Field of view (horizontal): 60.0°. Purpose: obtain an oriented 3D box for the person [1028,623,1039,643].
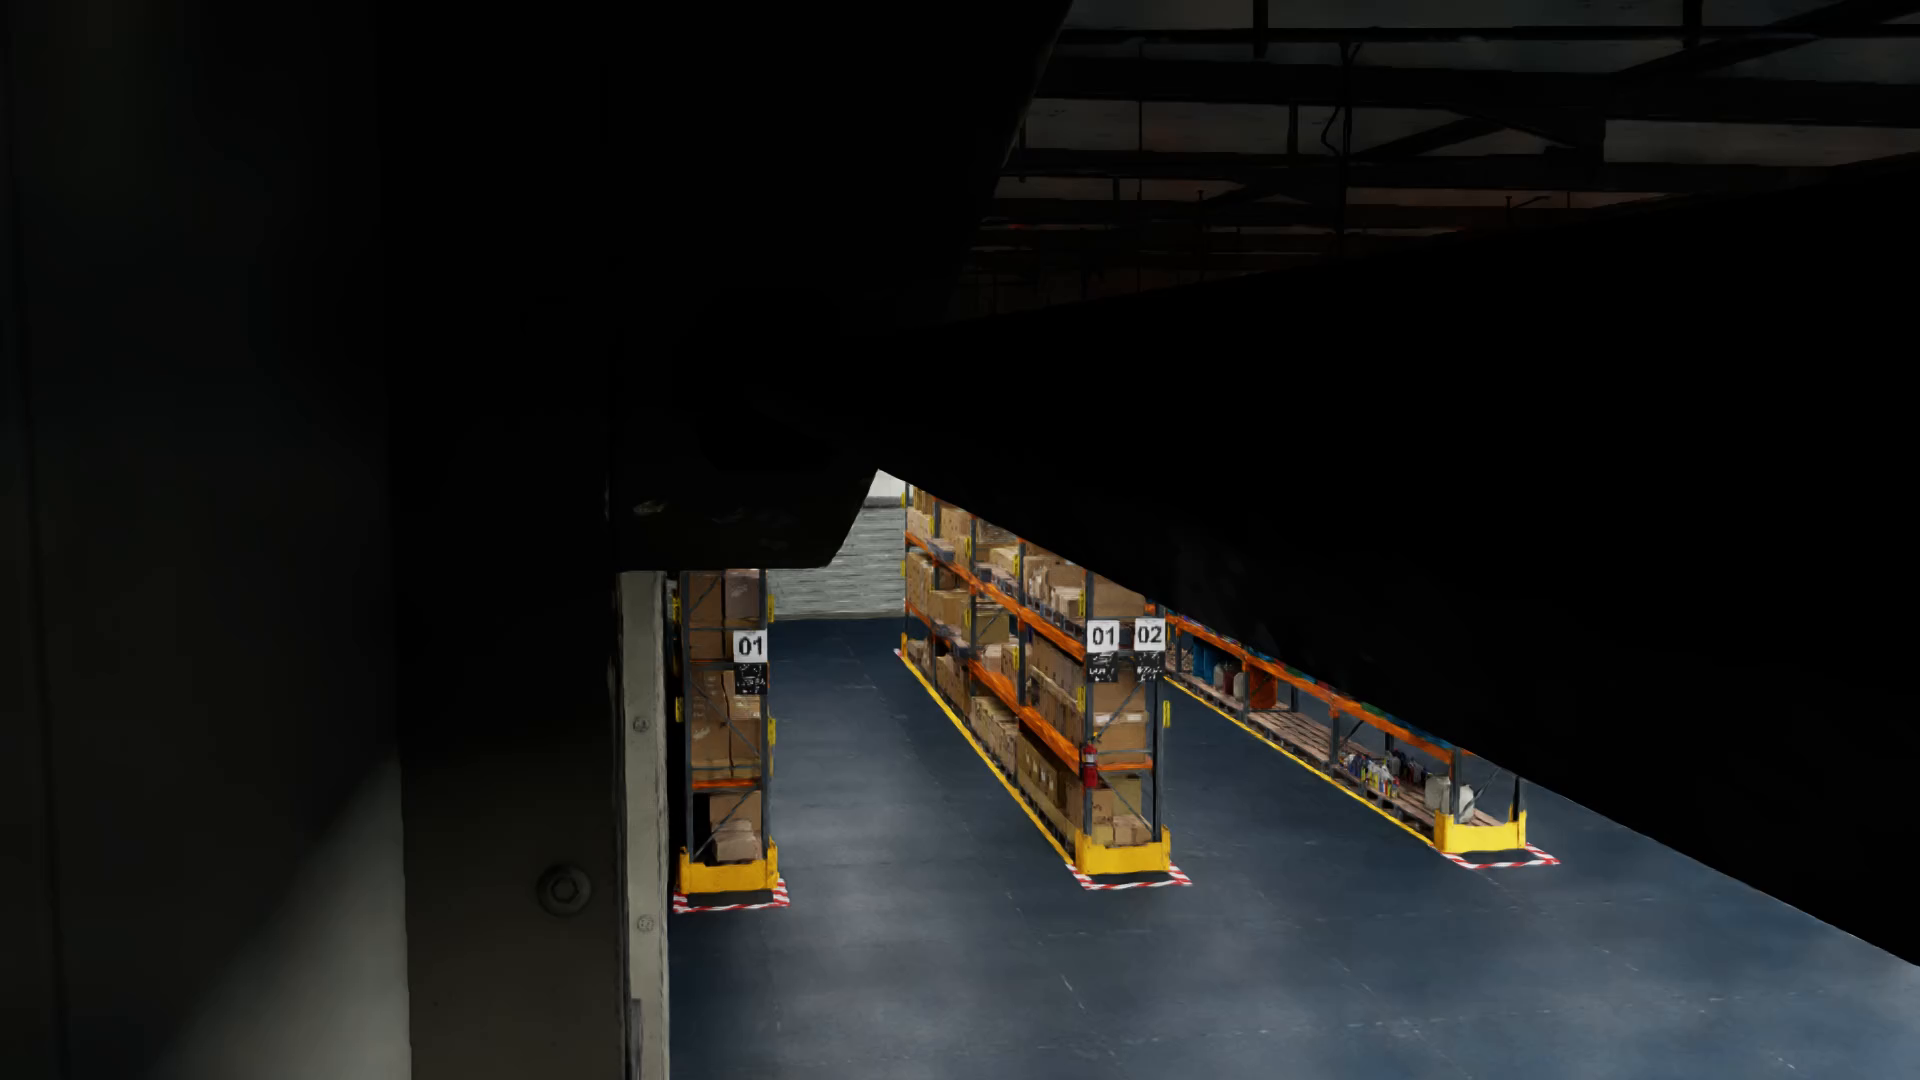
[{"bbox_3d":[1.658,1.858,35.549,0.493,1.576,0.991,-1,6,-11],"label":"person"}]
